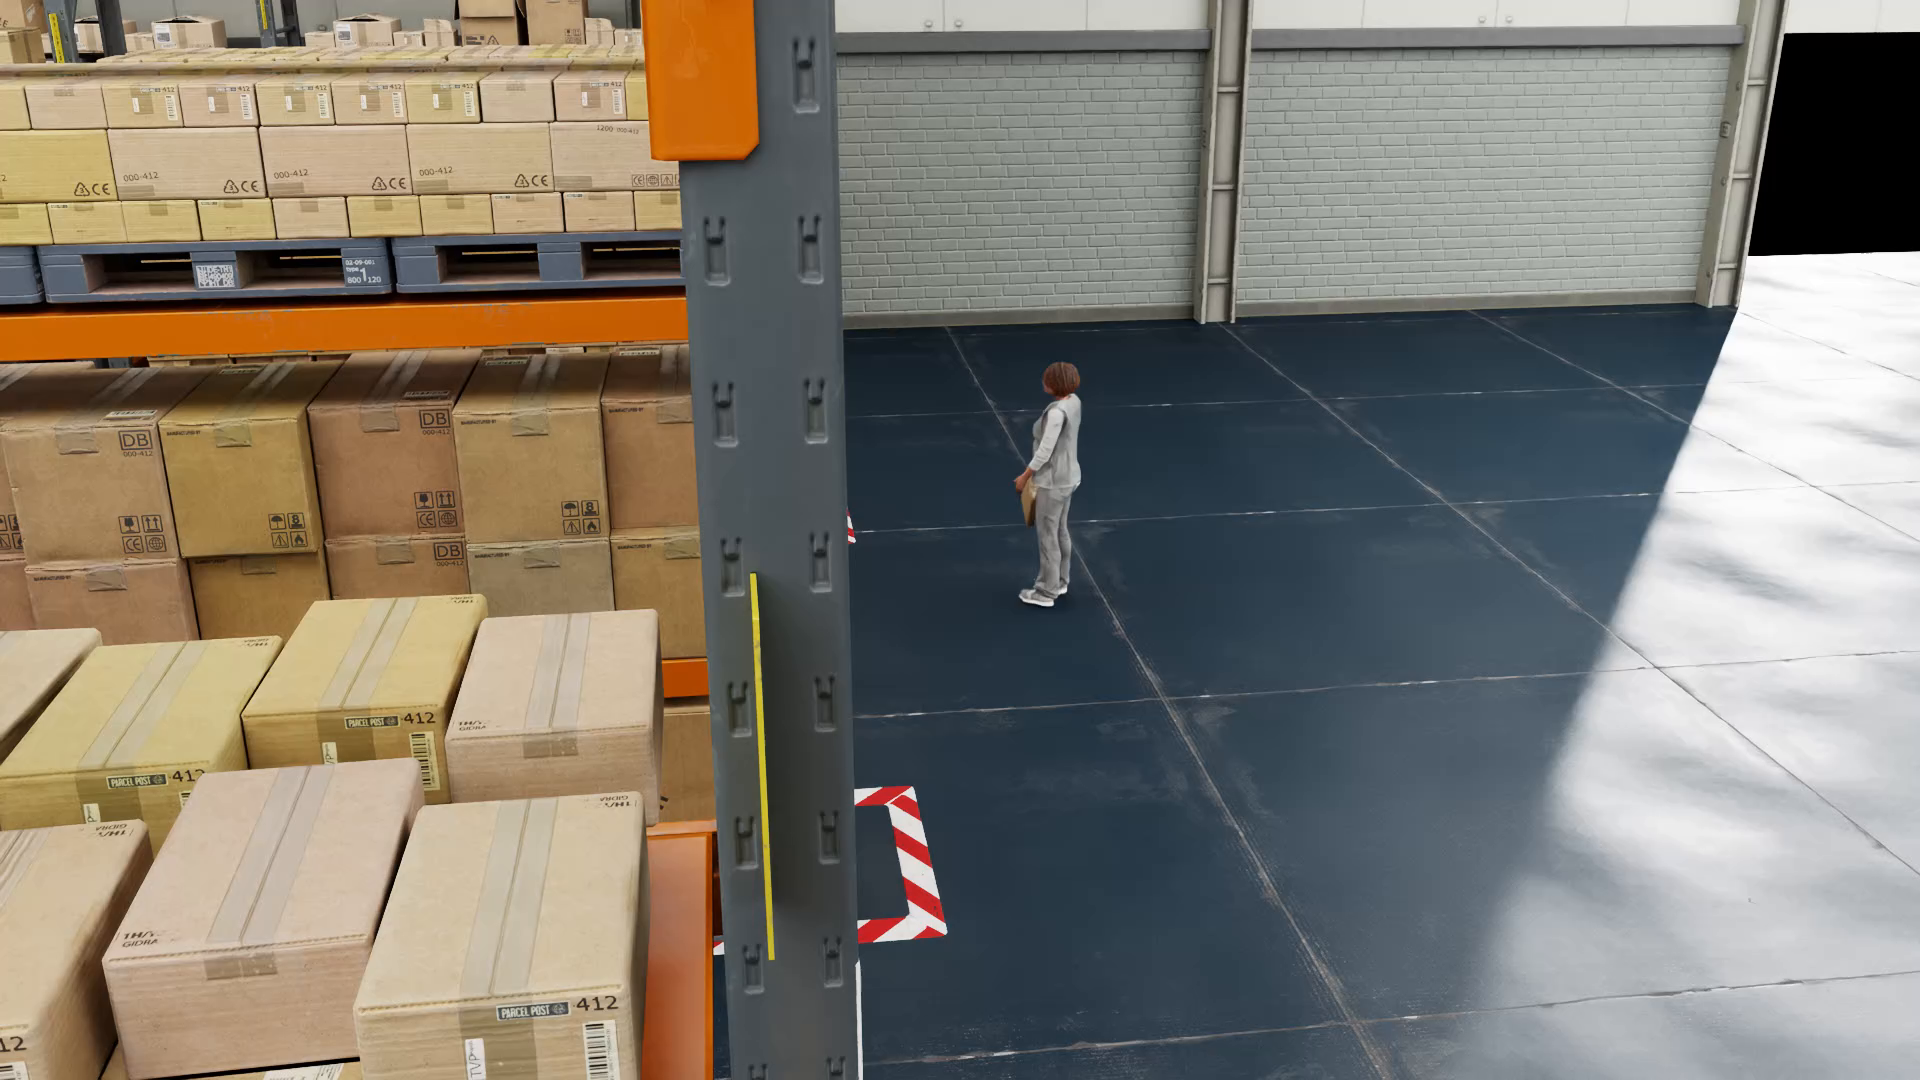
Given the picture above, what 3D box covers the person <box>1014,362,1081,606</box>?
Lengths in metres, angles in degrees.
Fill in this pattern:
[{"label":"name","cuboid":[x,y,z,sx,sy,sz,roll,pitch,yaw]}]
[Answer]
[{"label":"person","cuboid":[0.569,-0.368,10.535,0.403,1.607,0.478,7,22,19]}]
